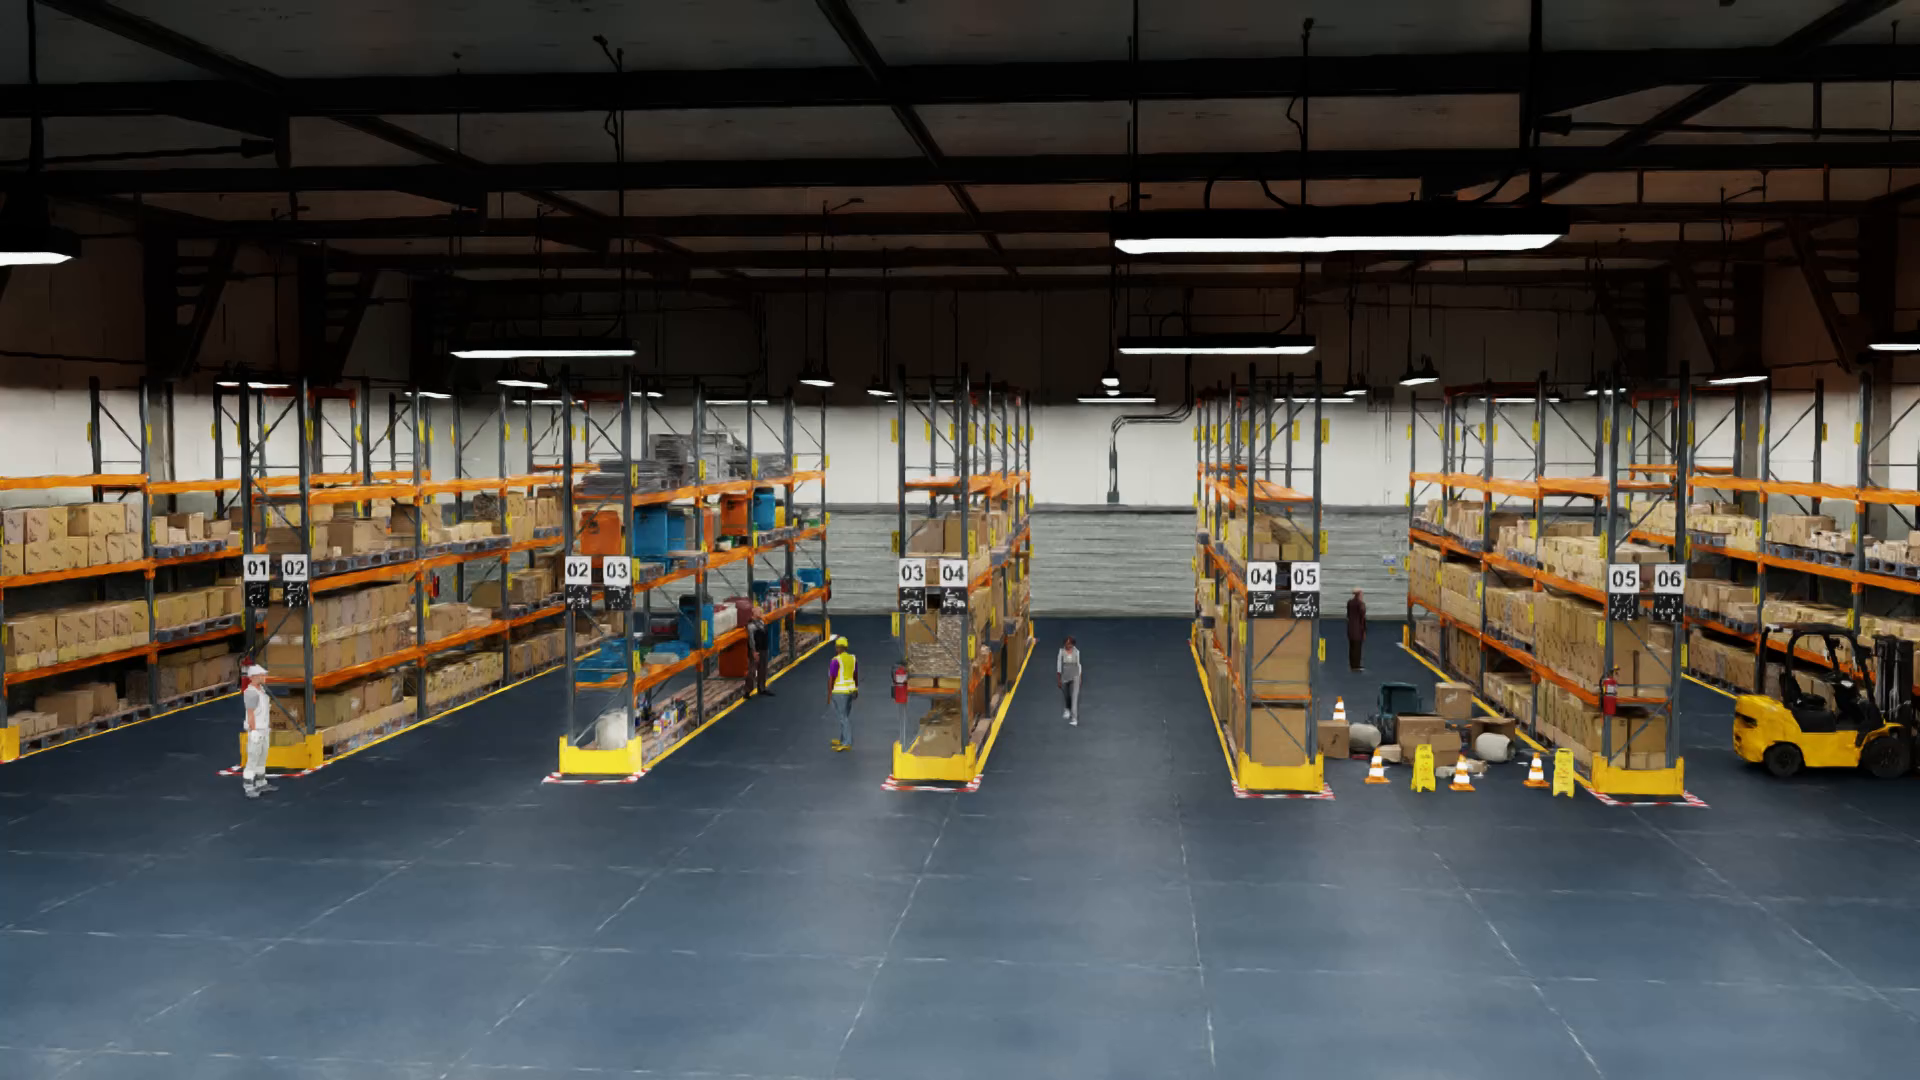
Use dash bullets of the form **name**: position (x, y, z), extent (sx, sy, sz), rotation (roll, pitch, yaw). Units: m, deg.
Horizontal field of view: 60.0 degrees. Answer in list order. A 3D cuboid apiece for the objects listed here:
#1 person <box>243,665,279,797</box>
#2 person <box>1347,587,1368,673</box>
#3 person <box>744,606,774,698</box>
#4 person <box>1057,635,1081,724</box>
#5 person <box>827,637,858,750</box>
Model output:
- **person**: position (-9.674, 2.615, 22.959), extent (0.396, 1.784, 0.652), rotation (-1, 4, -8)
- **person**: position (8.339, 1.862, 34.764), extent (0.522, 1.790, 0.653), rotation (-1, 4, -19)
- **person**: position (-3.842, 2.105, 31.494), extent (0.390, 1.720, 0.676), rotation (2, 4, 26)
- **person**: position (1.882, 2.385, 28.742), extent (0.417, 1.517, 1.037), rotation (1, 4, 8)
- **person**: position (-1.885, 2.378, 26.409), extent (0.580, 1.700, 0.671), rotation (2, 4, 33)
